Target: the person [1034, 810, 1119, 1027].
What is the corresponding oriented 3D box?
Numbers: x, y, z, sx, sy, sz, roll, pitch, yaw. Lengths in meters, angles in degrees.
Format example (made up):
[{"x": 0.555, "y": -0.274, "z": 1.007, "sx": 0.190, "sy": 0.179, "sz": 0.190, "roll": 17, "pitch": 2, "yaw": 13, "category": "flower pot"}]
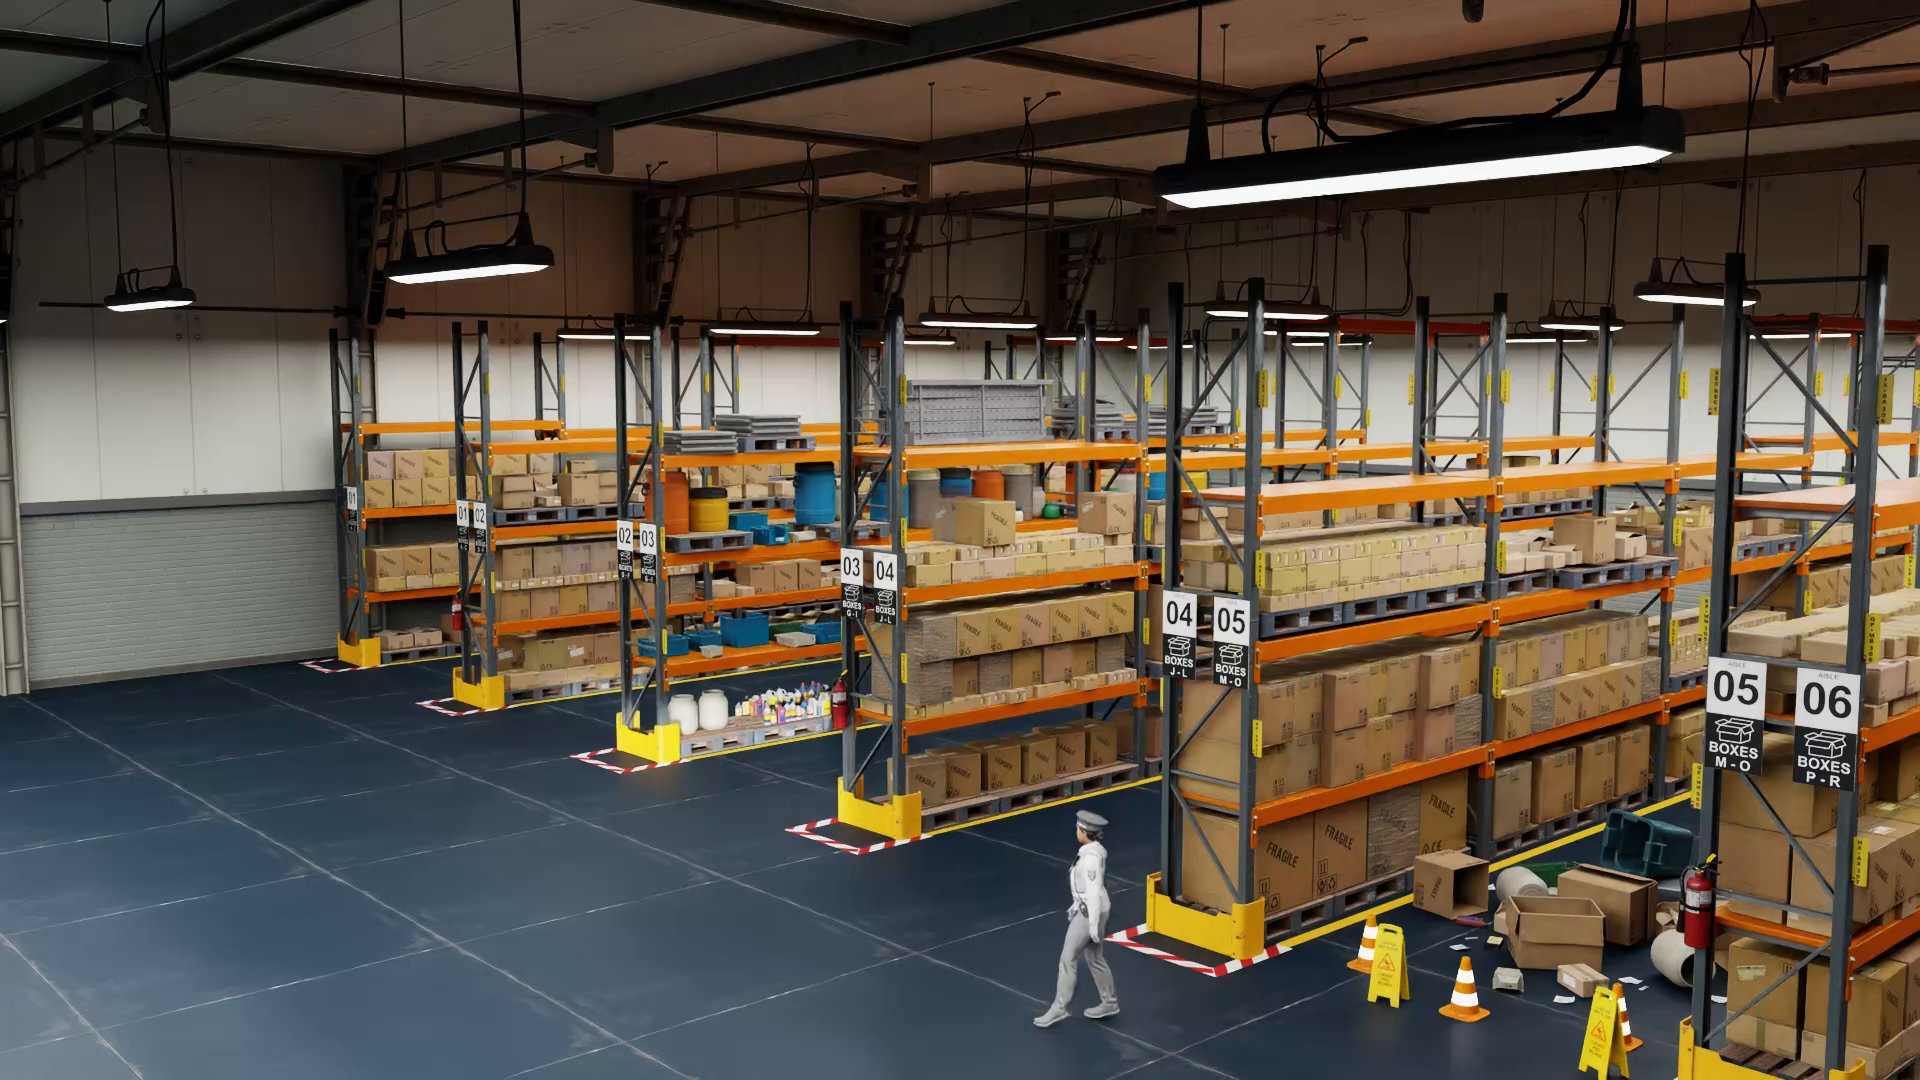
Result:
[{"x": 0.960, "y": 3.018, "z": 13.369, "sx": 0.644, "sy": 1.680, "sz": 0.590, "roll": 1, "pitch": 6, "yaw": 13, "category": "person"}]
